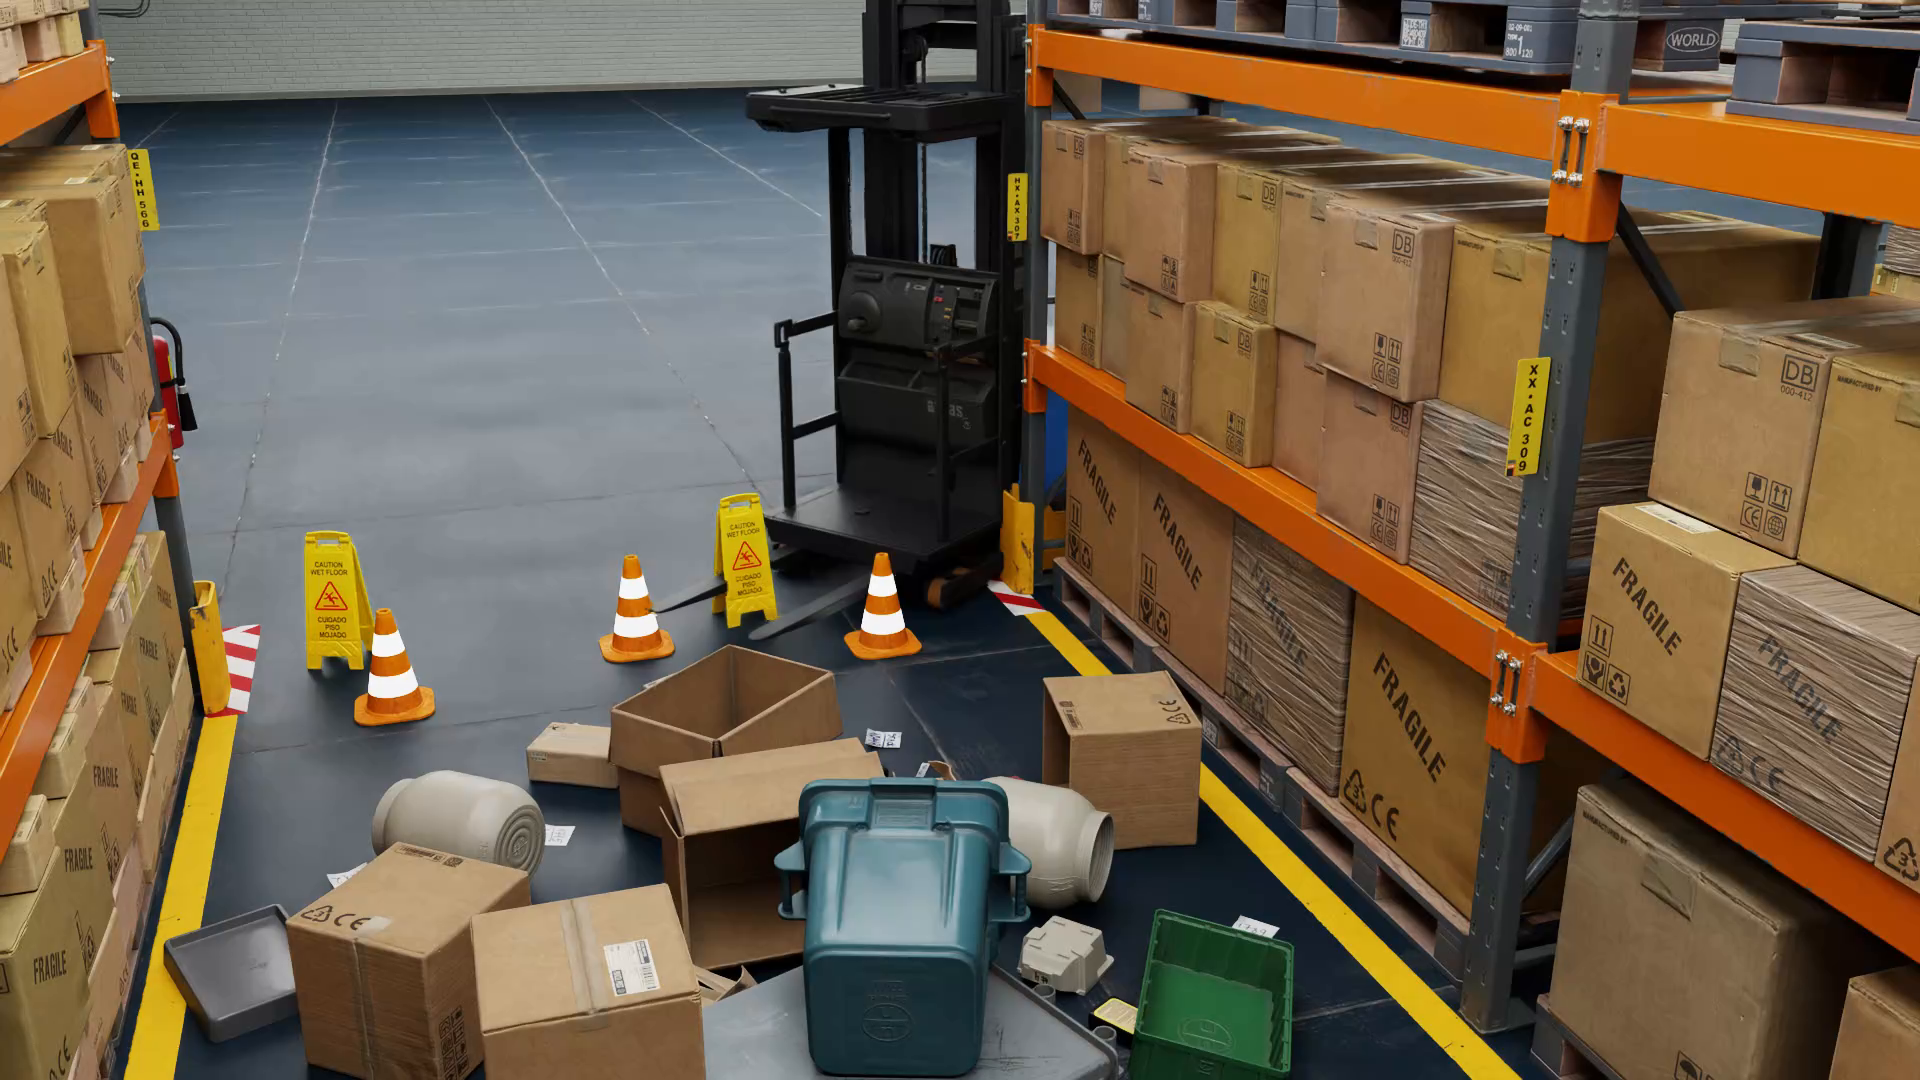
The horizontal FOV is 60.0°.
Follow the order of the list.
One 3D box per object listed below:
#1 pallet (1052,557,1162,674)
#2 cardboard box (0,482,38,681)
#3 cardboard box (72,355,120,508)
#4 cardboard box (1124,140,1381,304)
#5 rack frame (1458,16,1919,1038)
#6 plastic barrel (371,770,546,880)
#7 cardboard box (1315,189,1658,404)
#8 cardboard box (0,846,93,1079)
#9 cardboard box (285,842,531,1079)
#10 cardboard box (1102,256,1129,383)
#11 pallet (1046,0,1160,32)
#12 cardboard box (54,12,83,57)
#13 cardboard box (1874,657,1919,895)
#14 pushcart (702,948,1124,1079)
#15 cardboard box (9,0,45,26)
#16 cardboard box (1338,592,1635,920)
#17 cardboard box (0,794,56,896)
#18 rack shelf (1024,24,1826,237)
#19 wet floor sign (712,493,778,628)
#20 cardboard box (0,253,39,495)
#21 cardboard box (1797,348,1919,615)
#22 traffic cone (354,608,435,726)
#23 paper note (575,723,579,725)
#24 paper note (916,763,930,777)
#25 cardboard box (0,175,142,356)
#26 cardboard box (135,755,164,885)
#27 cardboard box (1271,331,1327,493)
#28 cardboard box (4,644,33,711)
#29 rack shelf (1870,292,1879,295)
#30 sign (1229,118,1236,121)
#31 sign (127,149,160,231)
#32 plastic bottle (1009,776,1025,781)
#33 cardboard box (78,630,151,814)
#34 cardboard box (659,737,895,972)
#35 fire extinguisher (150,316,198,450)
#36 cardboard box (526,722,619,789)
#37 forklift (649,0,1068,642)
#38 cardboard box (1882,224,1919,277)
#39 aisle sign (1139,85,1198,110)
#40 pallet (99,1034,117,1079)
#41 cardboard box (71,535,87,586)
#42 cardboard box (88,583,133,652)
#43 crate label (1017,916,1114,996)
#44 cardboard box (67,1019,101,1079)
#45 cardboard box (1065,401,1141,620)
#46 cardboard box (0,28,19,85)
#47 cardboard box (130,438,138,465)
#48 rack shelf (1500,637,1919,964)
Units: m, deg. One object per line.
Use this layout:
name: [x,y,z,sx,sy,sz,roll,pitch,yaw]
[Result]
pallet: [1.134,0.330,8.186,1.003,0.211,1.213,-6,21,-17]
cardboard box: [-2.656,0.095,4.127,0.500,0.500,0.500,-6,21,-17]
cardboard box: [-3.120,-0.392,5.484,0.500,0.500,0.500,-6,21,-17]
cardboard box: [1.195,-1.326,6.850,0.875,0.550,0.550,-6,21,-17]
rack frame: [2.065,0.053,4.832,1.000,3.000,0.127,-6,21,-17]
plastic barrel: [-1.773,1.042,5.889,0.512,0.421,0.421,8,21,20]
cardboard box: [1.699,-0.812,5.421,0.875,0.550,0.550,-6,21,-17]
cardboard box: [-2.531,1.137,4.151,0.500,0.500,0.500,-5,20,-15]
cardboard box: [-1.647,1.298,5.059,0.500,0.500,0.500,8,21,20]
cardboard box: [1.161,-1.013,7.577,0.875,0.550,0.550,-6,21,-17]
pallet: [1.051,-2.364,7.254,1.003,0.211,1.213,-6,21,-17]
cardboard box: [-3.372,-1.805,5.938,0.380,0.149,0.250,-6,21,-17]
cardboard box: [2.289,0.526,3.367,0.500,0.500,0.500,-6,21,-17]
pushcart: [-0.453,1.587,4.440,1.648,0.377,0.936,-15,25,-36]
cardboard box: [-3.118,-1.690,5.030,0.500,0.250,0.500,-6,21,-16]
cardboard box: [1.934,0.646,5.703,0.875,0.875,0.875,-6,21,-16]
cardboard box: [-2.514,0.785,4.171,0.380,0.149,0.250,-6,21,-16]
rack shelf: [1.437,-1.662,6.233,1.077,0.370,4.000,-6,21,-17]
wet floor sign: [-1.081,0.078,8.244,0.267,0.644,0.232,-10,22,-27]
cardboard box: [-2.674,-0.377,3.961,0.700,0.500,0.500,-6,21,-17]
cardboard box: [2.390,-0.141,3.745,0.700,0.500,0.500,-7,21,-18]
traffic cone: [-2.500,0.522,7.277,0.336,0.463,0.334,-6,21,-17]
paper note: [-1.673,0.817,7.097,0.148,0.019,0.142,-15,25,-36]
paper note: [-0.151,0.939,6.787,0.032,0.001,0.123,4,20,11]
cardboard box: [-3.082,-0.873,5.344,0.700,0.500,0.500,-7,21,-18]
cardboard box: [-3.025,0.989,5.671,0.500,0.250,0.500,-7,21,-19]
cardboard box: [1.686,-0.495,6.135,0.875,0.550,0.550,-6,21,-17]
cardboard box: [-2.682,0.354,4.366,0.380,0.149,0.250,-6,21,-16]
rack shelf: [6.177,-0.745,8.117,1.077,0.370,4.000,-6,21,-17]
sign: [1.328,-1.940,8.318,0.100,0.325,0.005,-6,21,-17]
sign: [-3.326,-1.419,6.748,0.100,0.325,0.005,-6,21,-17]
plastic bottle: [0.148,1.009,6.516,0.283,0.061,0.133,-15,25,-36]
cardboard box: [-3.041,0.630,5.561,0.500,0.500,0.500,-7,21,-18]
cardboard box: [-0.602,1.032,5.597,0.797,0.637,0.503,-6,21,-17]
fire extinguisher: [-3.458,-0.722,7.103,0.296,0.674,0.183,-6,21,-17]
cardboard box: [-1.530,0.875,6.760,0.380,0.149,0.250,4,20,11]
forklift: [-0.348,-1.202,8.428,1.130,2.935,3.031,13,23,32]
cardboard box: [5.695,-1.733,9.216,0.875,0.500,0.500,-6,21,-17]
aisle sign: [1.071,-2.509,8.118,0.394,0.787,0.004,-6,21,-17]
pallet: [-2.847,1.712,4.338,1.003,0.211,1.213,-6,21,-17]
cardboard box: [-2.896,0.105,5.059,0.380,0.149,0.250,-6,21,-17]
cardboard box: [-3.024,0.272,5.600,0.380,0.149,0.250,-5,20,-15]
crate label: [0.334,1.356,5.439,0.250,0.136,0.298,12,23,30]
cardboard box: [-2.531,1.490,4.278,0.500,0.250,0.500,-7,21,-20]
cardboard box: [1.084,-0.218,8.108,0.875,0.875,0.875,-6,21,-17]
cardboard box: [-2.957,-1.393,4.791,0.380,0.149,0.250,-7,21,-18]
cardboard box: [-3.294,-0.303,6.194,0.380,0.149,0.250,-7,21,-18]
rack shelf: [2.694,1.033,3.167,1.077,0.370,4.000,-6,21,-17]
